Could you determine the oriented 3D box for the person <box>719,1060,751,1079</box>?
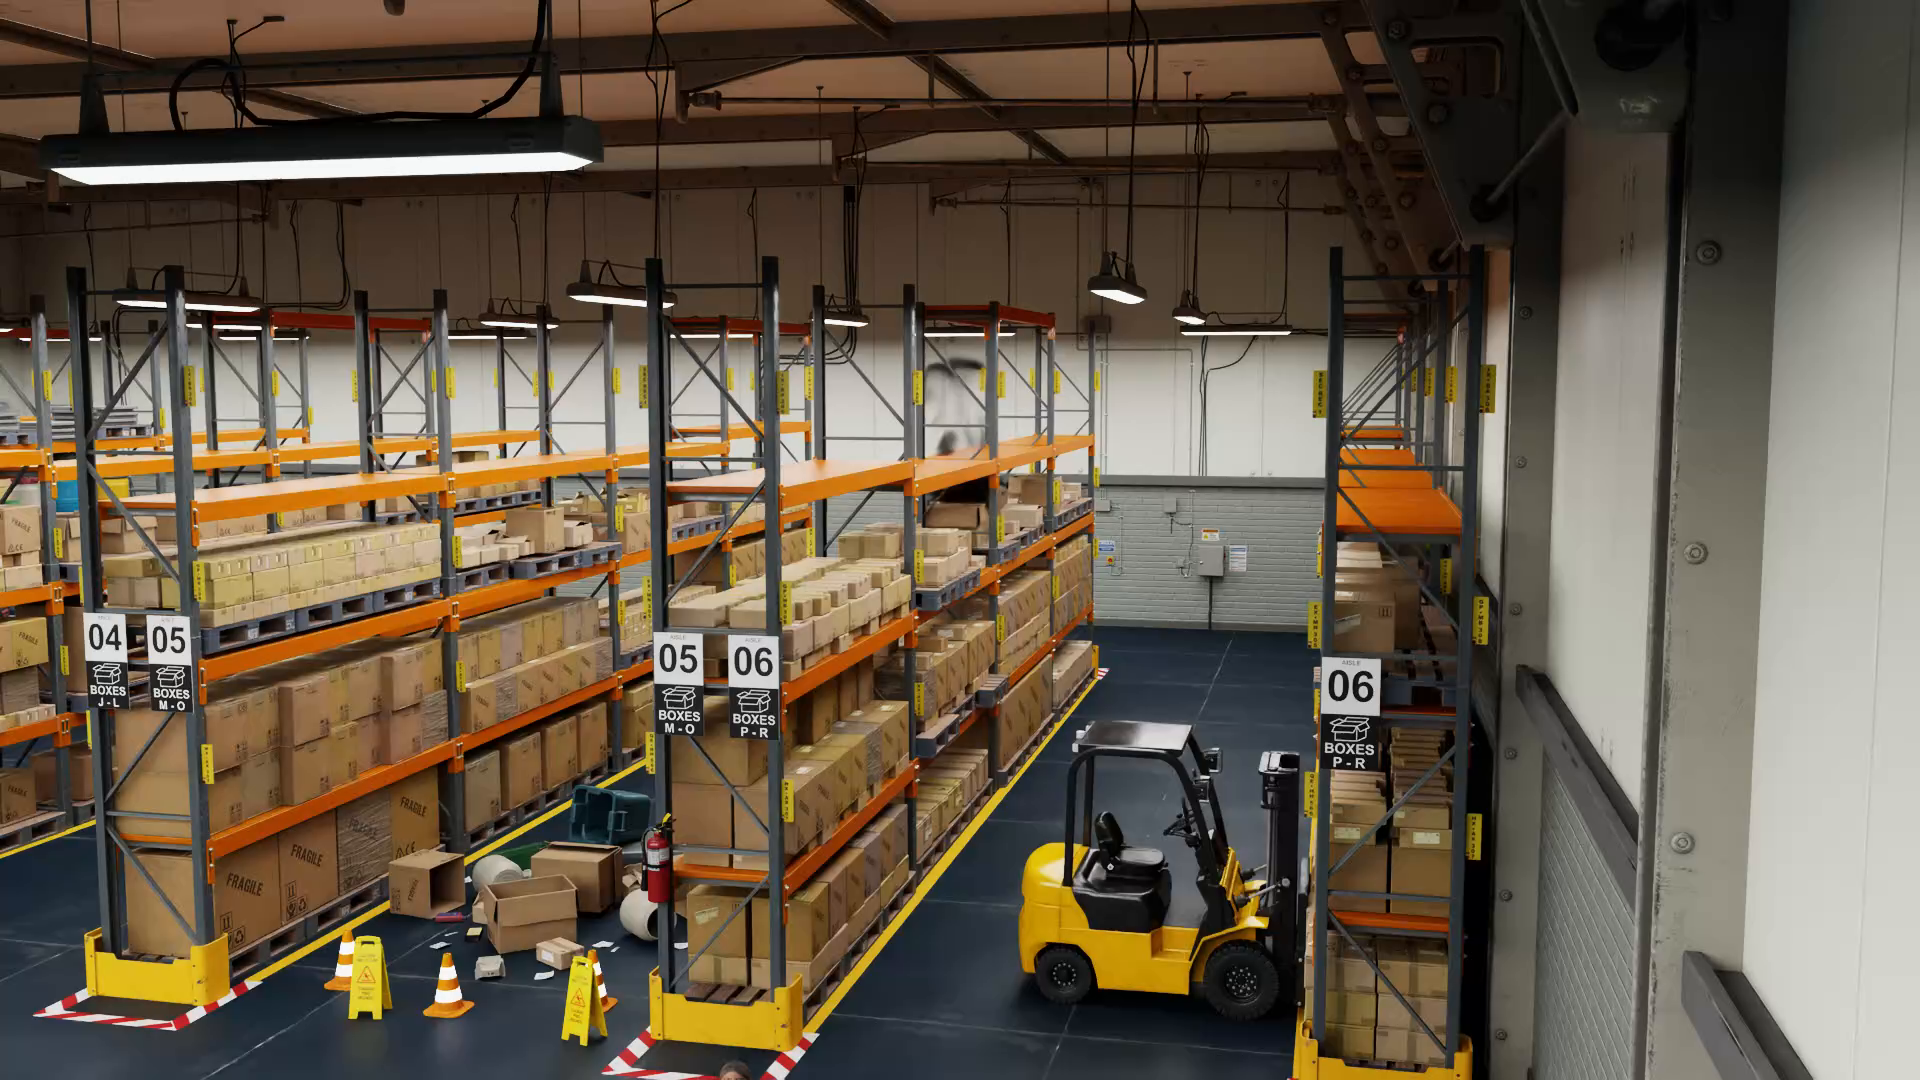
[{"bbox_3d":[-1.158,3.476,8.638,0.585,1.624,0.788,0,6,-4],"label":"person"}]
